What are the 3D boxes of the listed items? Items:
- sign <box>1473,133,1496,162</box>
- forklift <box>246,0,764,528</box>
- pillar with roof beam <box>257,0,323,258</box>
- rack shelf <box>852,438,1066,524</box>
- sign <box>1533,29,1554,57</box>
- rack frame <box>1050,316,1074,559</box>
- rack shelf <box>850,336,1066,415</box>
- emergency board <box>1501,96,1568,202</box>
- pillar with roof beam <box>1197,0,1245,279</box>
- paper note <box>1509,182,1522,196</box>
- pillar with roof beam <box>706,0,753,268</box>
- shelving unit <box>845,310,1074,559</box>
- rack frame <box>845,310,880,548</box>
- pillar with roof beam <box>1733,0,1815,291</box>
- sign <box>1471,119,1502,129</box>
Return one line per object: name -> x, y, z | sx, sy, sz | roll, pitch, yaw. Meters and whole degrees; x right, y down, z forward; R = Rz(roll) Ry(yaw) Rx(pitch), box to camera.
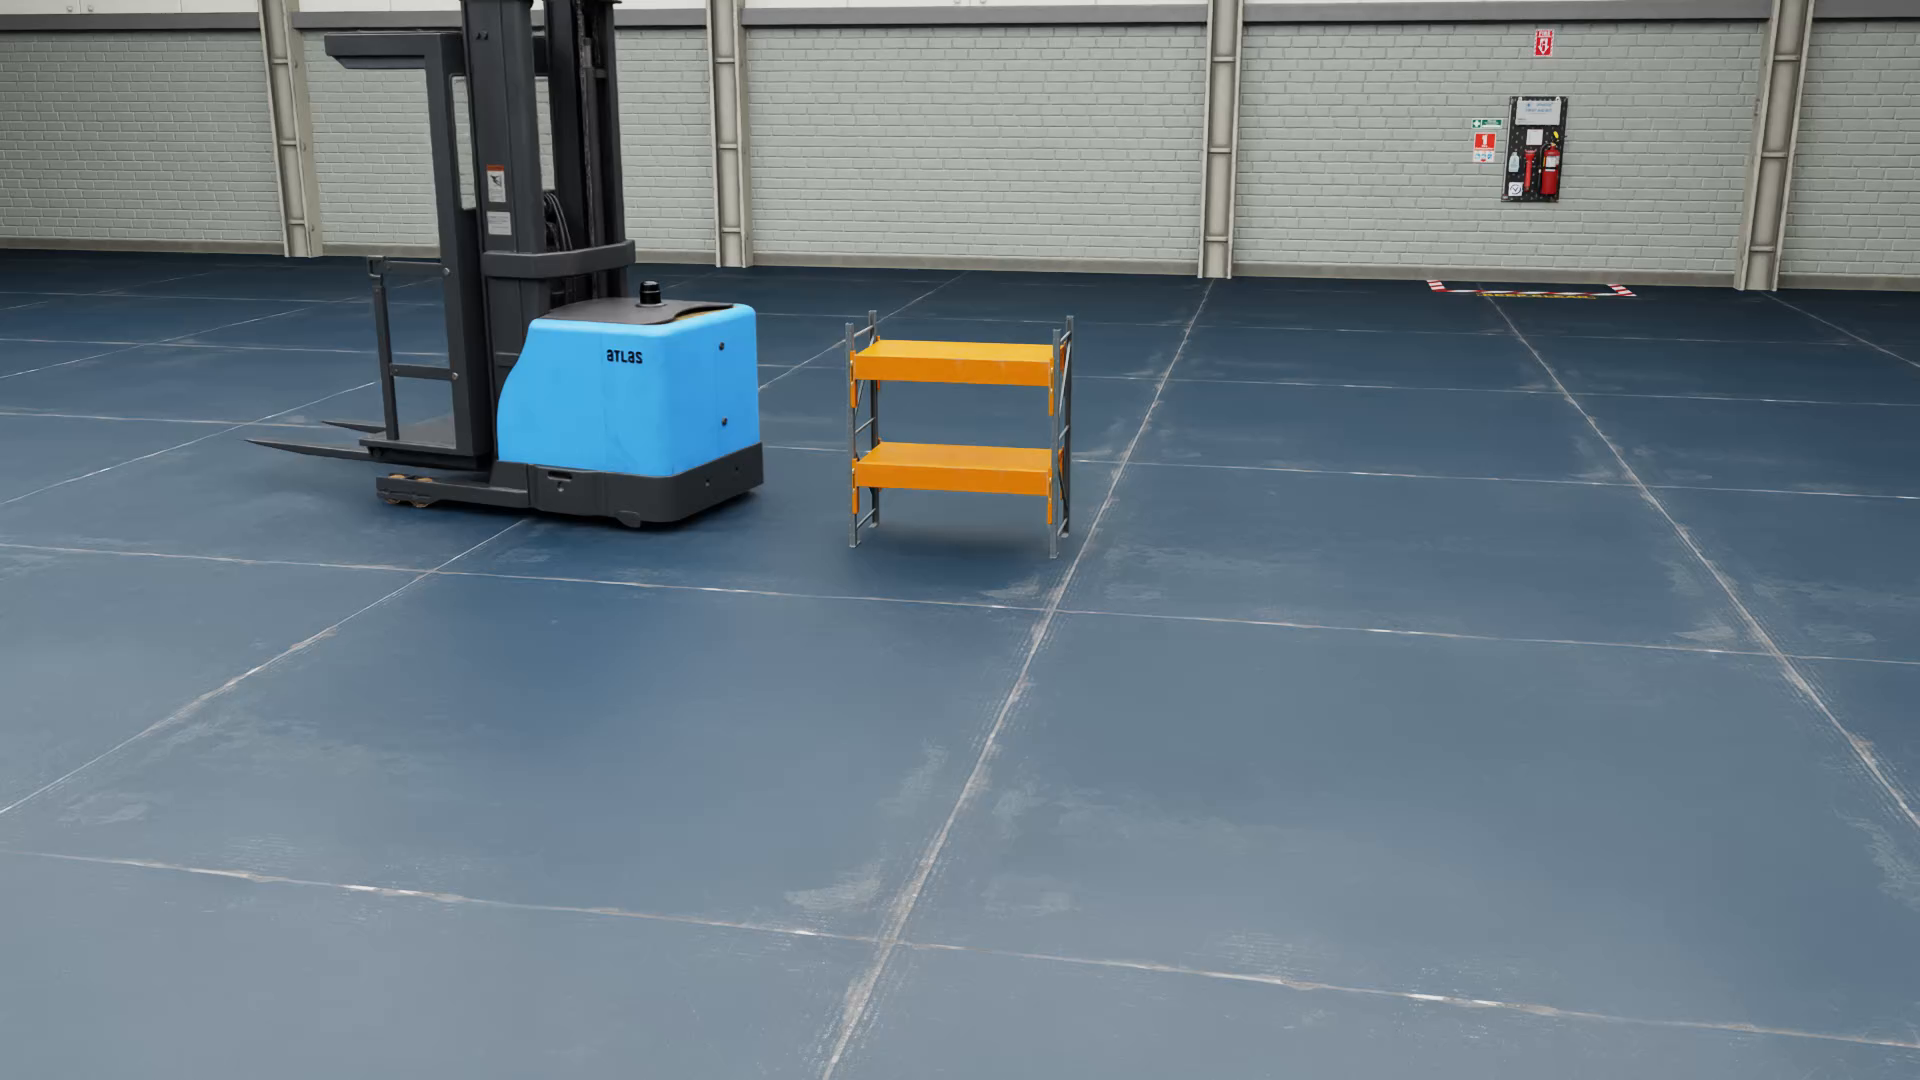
sign -> 5.985, -4.479, 18.977 | 0.234, 0.329, 0.001 | 3, 16, 11
forklift -> -2.675, -1.710, 9.174 | 3.031, 2.935, 1.130 | 6, 17, 22
pillar with roof beam -> -9.576, -6.987, 16.858 | 0.400, 9.000, 9.100 | 3, 16, 11
rack shelf -> 0.007, -0.306, 8.406 | 1.000, 0.278, 0.538 | 3, 16, 11
sign -> 6.518, -5.549, 18.565 | 0.199, 0.298, 0.001 | 3, 16, 11
rack frame -> 0.505, -0.515, 8.243 | 0.032, 1.125, 0.500 | 3, 16, 11
rack shelf -> 0.007, -0.824, 8.262 | 1.000, 0.278, 0.538 | 3, 16, 11
emergency board -> 6.506, -4.406, 18.778 | 0.643, 1.169, 0.194 | 3, 16, 11
pillar with roof beam -> 2.183, -6.349, 14.554 | 0.400, 9.000, 9.100 | 3, 16, 11
paper note -> 6.347, -4.009, 18.995 | 0.142, 0.148, 0.016 | 3, 16, 11
pillar with roof beam -> -3.697, -6.668, 15.706 | 0.400, 9.000, 9.100 | 3, 16, 11
shelving unit -> 0.007, -0.542, 8.341 | 1.048, 1.125, 0.538 | 3, 16, 11
rack frame -> -0.492, -0.569, 8.438 | 0.032, 1.125, 0.500 | 3, 16, 11
pillar with roof beam -> 8.063, -6.029, 13.401 | 0.400, 9.000, 9.100 | 3, 16, 11
sign -> 5.988, -4.732, 18.897 | 0.331, 0.109, 0.001 | 3, 16, 11
